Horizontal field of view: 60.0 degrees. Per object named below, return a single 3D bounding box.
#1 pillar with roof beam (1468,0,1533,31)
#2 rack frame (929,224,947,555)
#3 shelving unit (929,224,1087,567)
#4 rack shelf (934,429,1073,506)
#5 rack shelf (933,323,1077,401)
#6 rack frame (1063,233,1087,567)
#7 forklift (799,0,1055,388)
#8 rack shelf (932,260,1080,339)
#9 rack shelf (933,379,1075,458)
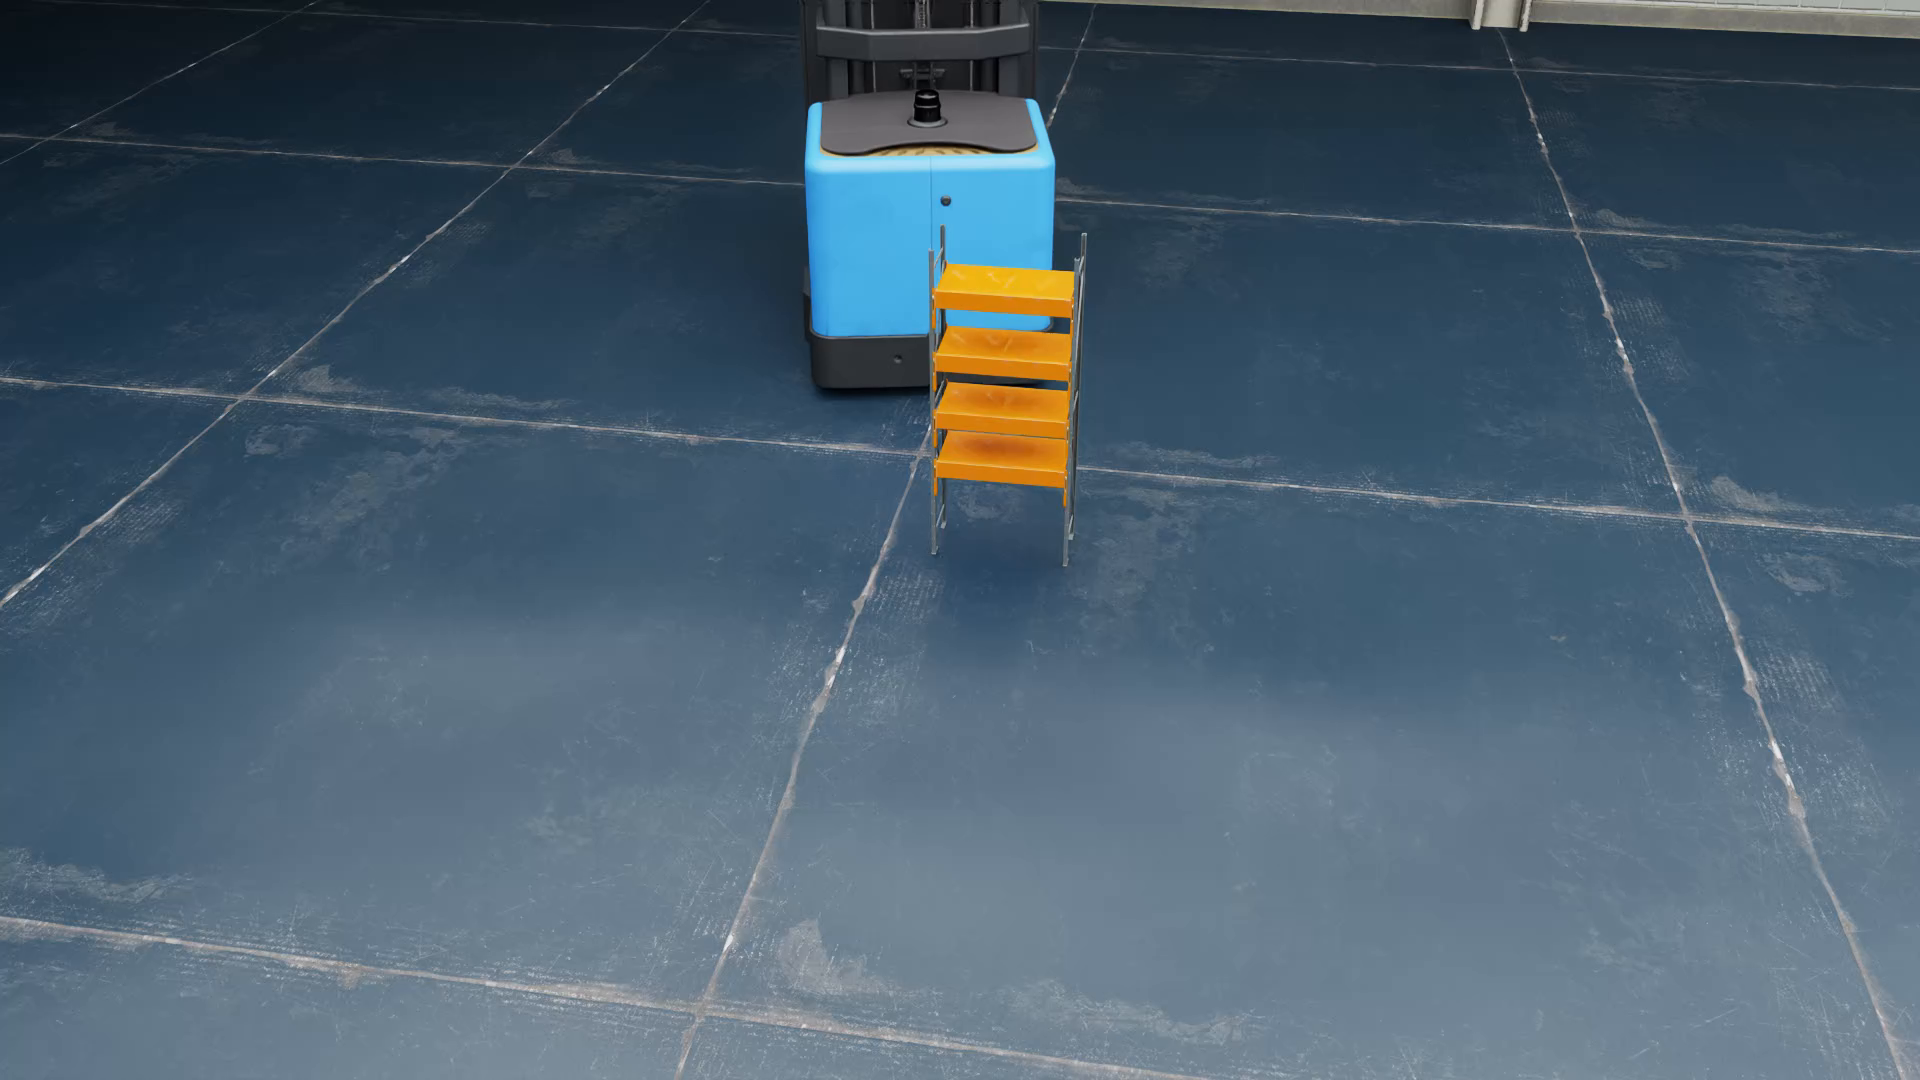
[{"bbox_3d":[3.277,-5.400,6.396,0.400,9.000,9.100,5,32,8],"label":"pillar with roof beam"},{"bbox_3d":[-0.077,-0.516,5.943,0.015,1.200,0.240,5,32,8],"label":"rack frame"},{"bbox_3d":[0.163,-0.494,5.908,0.503,1.200,0.258,5,32,8],"label":"shelving unit"},{"bbox_3d":[0.163,-0.268,6.049,0.480,0.148,0.258,5,32,8],"label":"rack shelf"},{"bbox_3d":[0.163,-0.626,5.825,0.480,0.148,0.258,5,32,8],"label":"rack shelf"},{"bbox_3d":[0.404,-0.472,5.873,0.015,1.200,0.240,5,32,8],"label":"rack frame"},{"bbox_3d":[-0.199,-2.647,7.717,1.130,2.935,3.031,-2,32,-3],"label":"forklift"},{"bbox_3d":[0.163,-0.827,5.700,0.480,0.148,0.258,5,32,8],"label":"rack shelf"},{"bbox_3d":[0.163,-0.437,5.944,0.480,0.148,0.258,5,32,8],"label":"rack shelf"}]
